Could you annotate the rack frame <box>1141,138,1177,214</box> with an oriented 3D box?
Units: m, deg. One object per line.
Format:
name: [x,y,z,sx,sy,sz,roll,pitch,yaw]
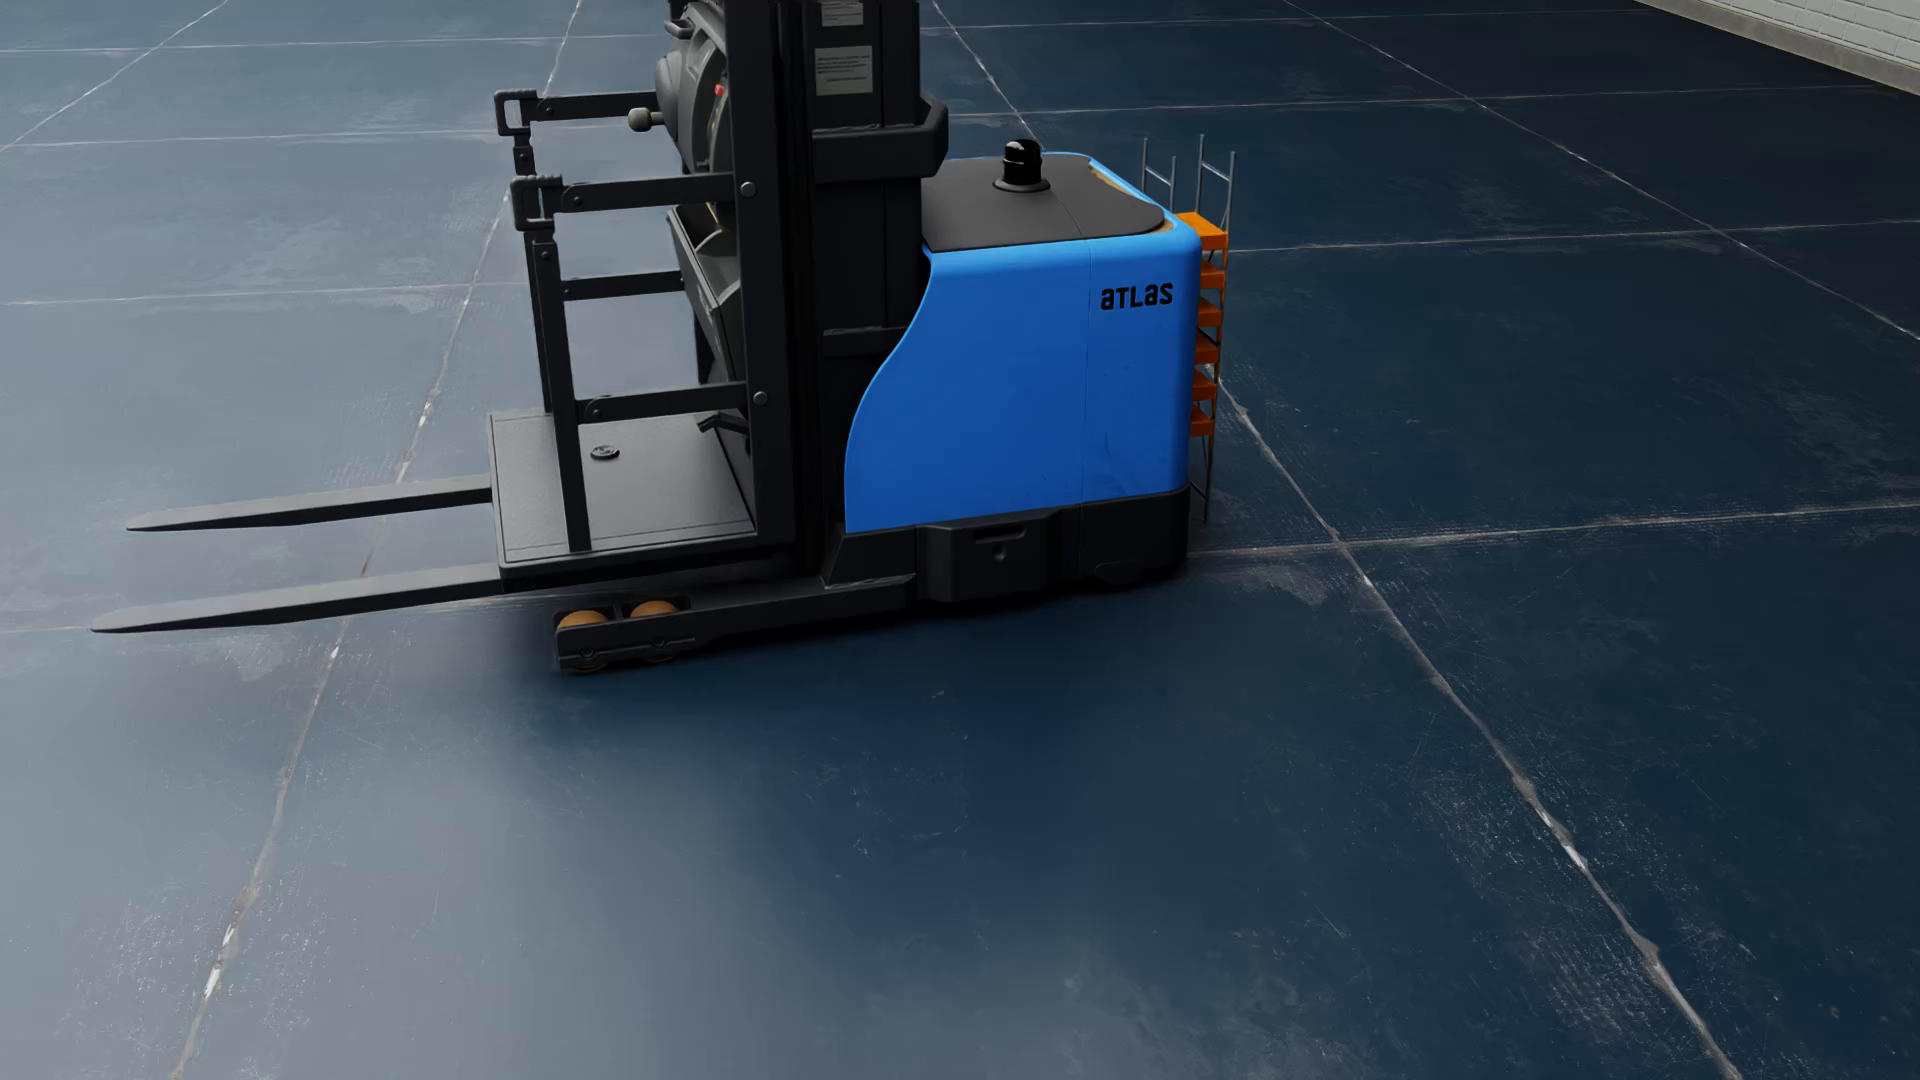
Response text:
rack frame: [0.585,-0.613,5.131,0.006,1.200,0.240,-8,28,-14]

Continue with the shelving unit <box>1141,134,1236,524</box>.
shelving unit: [0.672,-0.625,5.153,0.189,1.200,0.258,-8,28,-14]

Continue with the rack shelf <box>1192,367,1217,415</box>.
rack shelf: [0.672,-0.479,5.228,0.180,0.103,0.258,-8,28,-14]

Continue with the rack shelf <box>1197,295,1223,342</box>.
rack shelf: [0.672,-0.692,5.119,0.180,0.103,0.258,-8,28,-14]

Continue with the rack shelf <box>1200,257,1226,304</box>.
rack shelf: [0.672,-0.799,5.064,0.180,0.103,0.258,-8,28,-14]

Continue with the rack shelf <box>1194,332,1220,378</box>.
rack shelf: [0.672,-0.585,5.174,0.180,0.103,0.258,-8,28,-14]

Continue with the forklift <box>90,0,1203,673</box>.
forklift: [-0.892,-1.211,4.399,3.031,2.935,1.130,-8,28,-14]

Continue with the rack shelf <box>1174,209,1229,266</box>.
rack shelf: [0.672,-0.906,5.009,0.180,0.103,0.258,-8,28,-14]

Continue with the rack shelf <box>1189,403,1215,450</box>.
rack shelf: [0.672,-0.372,5.283,0.180,0.103,0.258,-8,28,-14]

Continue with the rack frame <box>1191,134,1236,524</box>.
rack frame: [0.760,-0.636,5.176,0.006,1.200,0.240,-8,28,-14]
